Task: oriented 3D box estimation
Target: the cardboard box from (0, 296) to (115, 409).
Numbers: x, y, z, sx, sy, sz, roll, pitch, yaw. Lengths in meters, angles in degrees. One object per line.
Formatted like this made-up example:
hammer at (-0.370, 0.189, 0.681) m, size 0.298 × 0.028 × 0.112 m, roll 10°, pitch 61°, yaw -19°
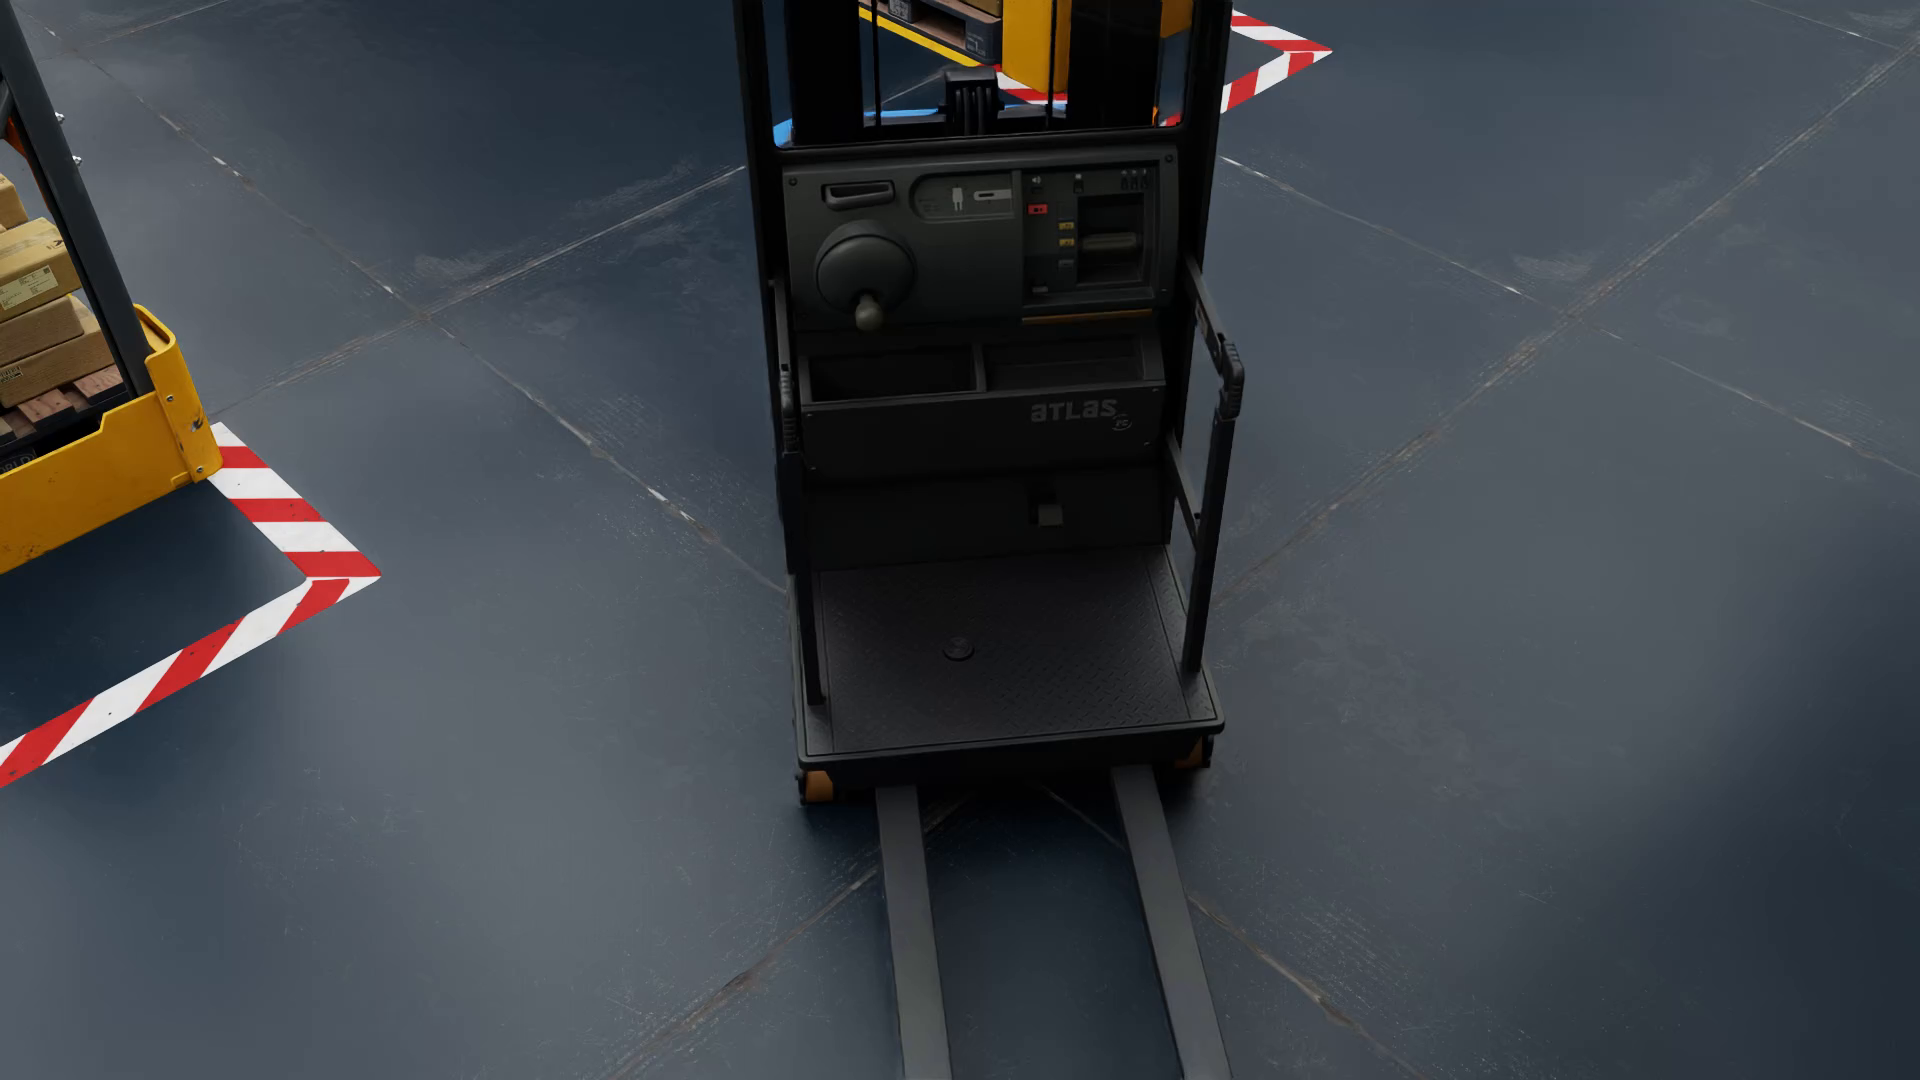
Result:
cardboard box at (-3.044, -0.626, 5.508) m, size 0.380 × 0.149 × 0.250 m, roll -33°, pitch 52°, yaw -31°

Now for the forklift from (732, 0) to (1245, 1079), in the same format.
forklift at (0.083, -0.624, 3.766) m, size 1.130 × 2.935 × 3.031 m, roll -5°, pitch 43°, yaw -5°

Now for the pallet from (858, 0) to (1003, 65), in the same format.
pallet at (0.062, -2.764, 8.086) m, size 1.003 × 0.211 × 1.213 m, roll -34°, pitch 53°, yaw -31°

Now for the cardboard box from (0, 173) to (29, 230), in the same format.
cardboard box at (-3.397, -1.111, 5.595) m, size 0.250 × 0.149 × 0.380 m, roll 34°, pitch 53°, yaw 31°

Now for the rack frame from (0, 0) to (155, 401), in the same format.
rack frame at (-2.901, -1.113, 4.244) m, size 1.000 × 3.000 × 0.127 m, roll -34°, pitch 53°, yaw -31°

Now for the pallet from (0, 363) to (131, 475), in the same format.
pallet at (-3.503, -0.533, 5.671) m, size 1.003 × 0.211 × 1.213 m, roll -34°, pitch 53°, yaw -31°

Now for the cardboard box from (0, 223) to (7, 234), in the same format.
cardboard box at (-3.310, -0.928, 5.397) m, size 0.380 × 0.149 × 0.250 m, roll -33°, pitch 52°, yaw -31°

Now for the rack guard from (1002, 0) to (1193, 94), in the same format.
rack guard at (0.699, -2.512, 7.600) m, size 1.175 × 0.500 × 0.348 m, roll -34°, pitch 53°, yaw -31°

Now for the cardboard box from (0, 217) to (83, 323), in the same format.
cardboard box at (-3.030, -0.853, 5.316) m, size 0.250 × 0.149 × 0.380 m, roll 32°, pitch 51°, yaw 30°

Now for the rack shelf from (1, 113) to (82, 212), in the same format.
rack shelf at (-4.313, -1.810, 5.529) m, size 1.077 × 0.370 × 4.000 m, roll -34°, pitch 53°, yaw -31°

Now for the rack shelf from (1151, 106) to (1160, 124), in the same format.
rack shelf at (0.492, -1.321, 5.331) m, size 0.258 × 0.103 × 0.180 m, roll 13°, pitch 44°, yaw 13°

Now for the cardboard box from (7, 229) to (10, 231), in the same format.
cardboard box at (-3.582, -1.113, 5.817) m, size 0.380 × 0.149 × 0.250 m, roll -32°, pitch 52°, yaw -30°

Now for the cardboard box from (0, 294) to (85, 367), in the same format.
cardboard box at (-3.089, -0.704, 5.374) m, size 0.380 × 0.149 × 0.250 m, roll -32°, pitch 51°, yaw -30°

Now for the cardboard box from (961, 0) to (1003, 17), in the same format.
cardboard box at (0.174, -3.085, 7.634) m, size 0.875 × 0.875 × 0.875 m, roll -34°, pitch 53°, yaw -31°

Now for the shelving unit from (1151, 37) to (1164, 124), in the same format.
shelving unit at (0.492, -1.089, 5.545) m, size 0.258 × 1.200 × 0.189 m, roll 13°, pitch 44°, yaw 13°

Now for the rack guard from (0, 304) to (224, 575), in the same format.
rack guard at (-2.954, -0.232, 5.132) m, size 1.175 × 0.500 × 0.348 m, roll -34°, pitch 53°, yaw -31°

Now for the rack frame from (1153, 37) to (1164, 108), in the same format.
rack frame at (0.521, -1.148, 5.608) m, size 0.240 × 1.200 × 0.006 m, roll 13°, pitch 44°, yaw 13°
